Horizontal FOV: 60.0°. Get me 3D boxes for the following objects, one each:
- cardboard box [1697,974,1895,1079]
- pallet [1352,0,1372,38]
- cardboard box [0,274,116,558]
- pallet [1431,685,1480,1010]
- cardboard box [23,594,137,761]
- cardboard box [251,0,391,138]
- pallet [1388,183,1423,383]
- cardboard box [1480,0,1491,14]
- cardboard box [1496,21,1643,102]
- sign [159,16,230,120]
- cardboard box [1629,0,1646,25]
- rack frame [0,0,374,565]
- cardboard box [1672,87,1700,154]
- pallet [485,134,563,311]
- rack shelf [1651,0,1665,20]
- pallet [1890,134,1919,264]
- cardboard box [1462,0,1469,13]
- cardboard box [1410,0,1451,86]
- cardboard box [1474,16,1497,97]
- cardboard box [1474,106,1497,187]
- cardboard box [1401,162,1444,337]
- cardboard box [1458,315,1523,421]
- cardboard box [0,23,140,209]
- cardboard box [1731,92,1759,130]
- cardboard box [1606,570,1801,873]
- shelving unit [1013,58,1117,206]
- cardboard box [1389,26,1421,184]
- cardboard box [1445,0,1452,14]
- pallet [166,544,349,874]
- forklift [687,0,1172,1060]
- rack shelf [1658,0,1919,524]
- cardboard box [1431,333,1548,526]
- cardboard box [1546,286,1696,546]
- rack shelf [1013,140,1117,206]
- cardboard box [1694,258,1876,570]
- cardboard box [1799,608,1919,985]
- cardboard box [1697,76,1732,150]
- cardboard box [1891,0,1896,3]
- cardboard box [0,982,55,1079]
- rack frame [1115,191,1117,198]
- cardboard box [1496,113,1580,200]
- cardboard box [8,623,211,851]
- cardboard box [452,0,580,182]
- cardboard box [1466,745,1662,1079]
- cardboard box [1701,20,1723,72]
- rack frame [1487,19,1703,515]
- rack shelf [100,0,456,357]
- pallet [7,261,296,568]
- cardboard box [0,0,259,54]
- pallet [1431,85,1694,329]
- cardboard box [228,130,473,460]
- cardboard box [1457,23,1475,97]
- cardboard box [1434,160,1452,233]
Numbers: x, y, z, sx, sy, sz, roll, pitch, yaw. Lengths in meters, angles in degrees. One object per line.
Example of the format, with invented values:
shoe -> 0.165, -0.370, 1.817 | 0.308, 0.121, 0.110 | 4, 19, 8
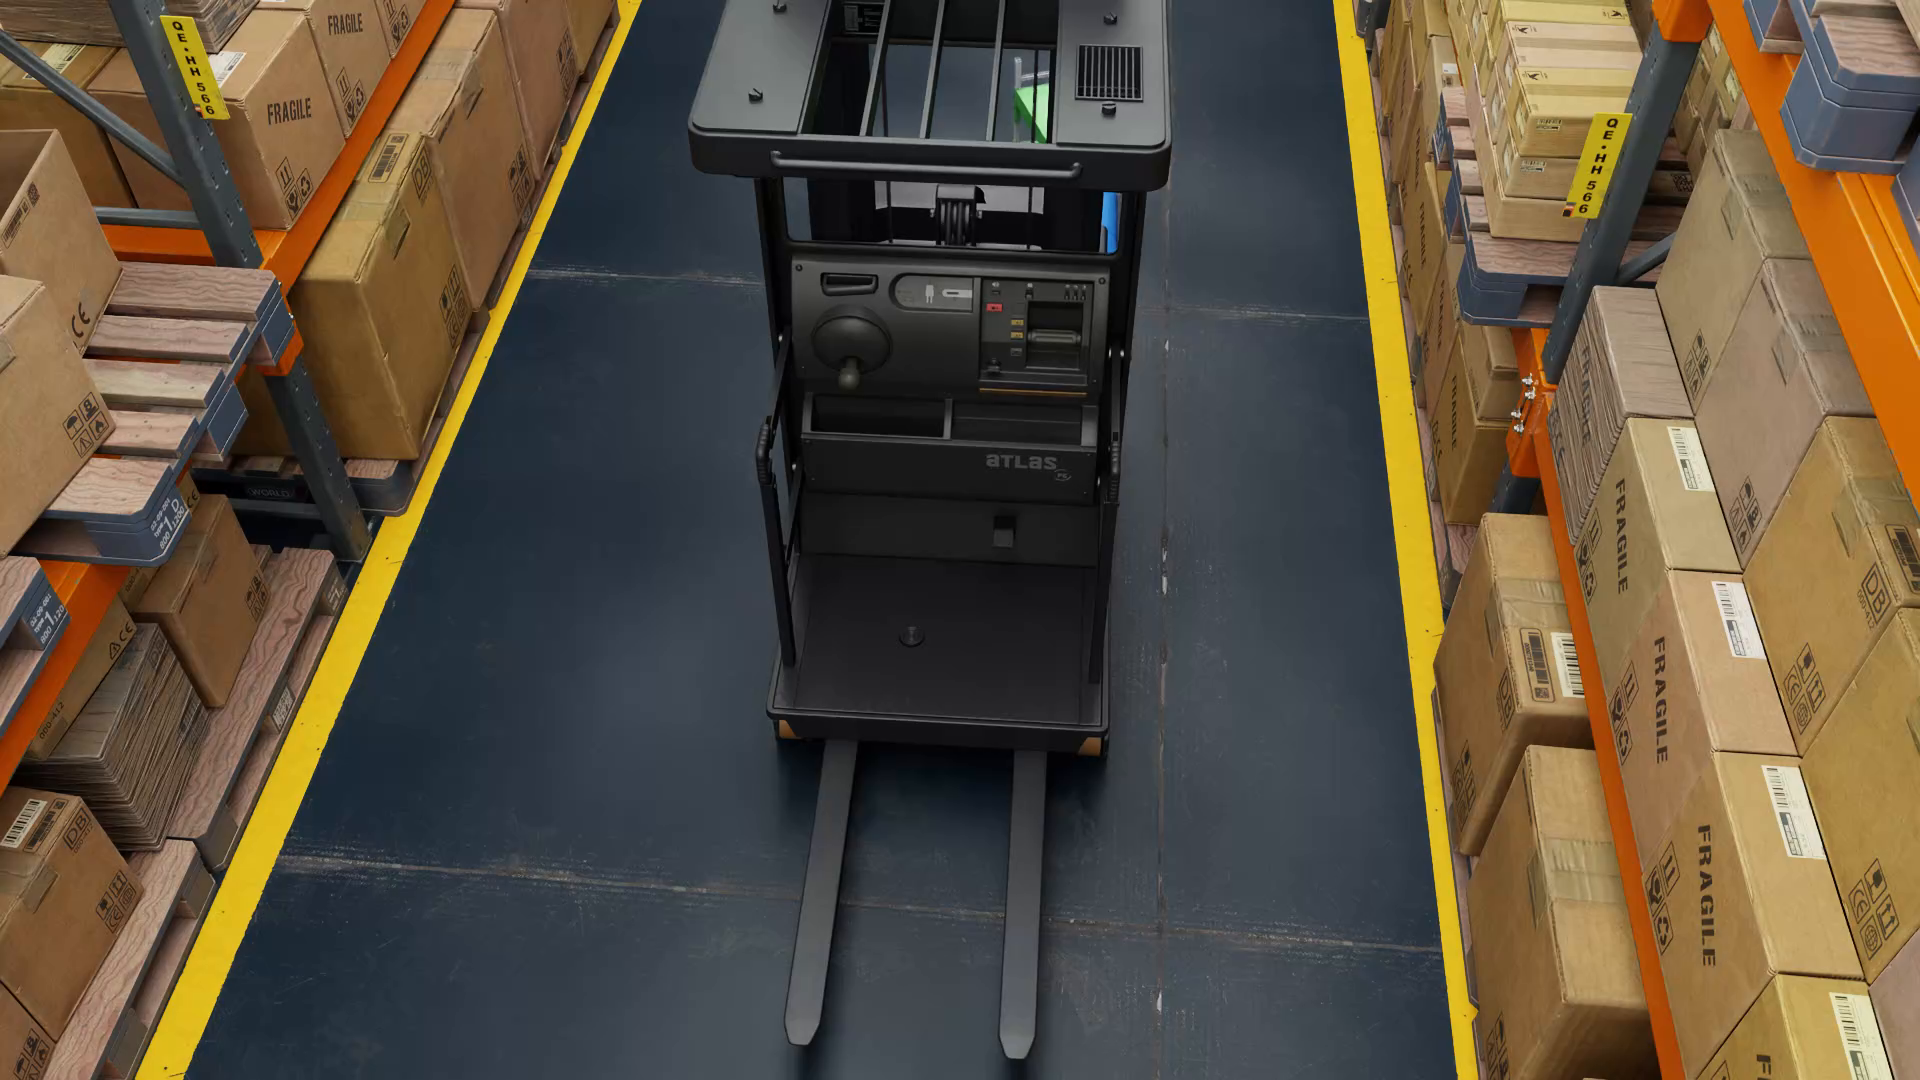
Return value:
cardboard box -> 1.732, 1.171, 3.079 | 0.500, 0.500, 0.500 | 4, 48, 4
pallet -> 2.614, -3.085, 8.929 | 1.003, 0.211, 1.213 | 4, 48, 4
cardboard box -> -2.668, -0.358, 4.192 | 0.700, 0.500, 0.500 | 10, 48, 9
pallet -> 2.076, 0.925, 5.261 | 1.003, 0.211, 1.213 | 4, 48, 4
cardboard box -> -2.776, 0.328, 4.805 | 0.500, 0.250, 0.500 | 9, 48, 8
cardboard box -> -2.347, -1.750, 5.750 | 0.500, 0.500, 0.500 | 3, 48, 2
pallet -> 2.410, -1.118, 7.129 | 1.003, 0.211, 1.213 | 4, 48, 4
cardboard box -> 1.881, -1.813, 5.358 | 0.380, 0.149, 0.250 | 5, 48, 5
cardboard box -> 1.836, -1.424, 5.002 | 0.380, 0.149, 0.250 | 3, 48, 3
sign -> -2.166, -1.333, 4.706 | 0.100, 0.325, 0.005 | 4, 48, 4
cardboard box -> 2.584, -1.937, 5.875 | 0.380, 0.149, 0.250 | 4, 48, 4
rack frame -> -2.707, -0.999, 5.131 | 1.000, 3.000, 0.127 | 4, 48, 4
cardboard box -> 2.514, -1.358, 5.345 | 0.380, 0.149, 0.250 | 6, 48, 5
pallet -> -2.446, -1.526, 7.503 | 1.003, 0.211, 1.213 | 4, 48, 4
rack shelf -> 2.405, -2.830, 5.260 | 1.077, 0.370, 4.000 | 4, 48, 4
pallet -> 2.118, -0.241, 2.533 | 1.003, 0.211, 1.213 | 6, 48, 5
cardboard box -> 1.907, -1.898, 5.637 | 0.380, 0.149, 0.250 | 4, 48, 3
cardboard box -> 2.211, -2.165, 7.098 | 0.500, 0.250, 0.500 | 5, 48, 5
cardboard box -> 1.859, -1.532, 5.302 | 0.380, 0.149, 0.250 | 5, 48, 4
cardboard box -> 1.835, -1.224, 5.222 | 0.380, 0.149, 0.250 | 4, 48, 3
cardboard box -> 2.106, -1.161, 6.689 | 0.500, 0.500, 0.500 | 2, 48, 2
cardboard box -> 2.024, -0.662, 5.724 | 0.500, 0.250, 0.500 | 3, 48, 3
cardboard box -> -2.909, -1.412, 5.441 | 0.500, 0.500, 0.500 | 5, 48, 5
cardboard box -> 2.459, -1.178, 4.777 | 0.380, 0.149, 0.250 | 4, 48, 4
cardboard box -> 1.823, 0.431, 3.755 | 0.500, 0.500, 0.500 | 4, 48, 3
shelving unit -> 0.400, -1.261, 6.591 | 0.258, 1.200, 0.503 | -13, 49, -12
cardboard box -> 2.210, -1.914, 7.377 | 0.500, 0.500, 0.500 | 6, 48, 5
cardboard box -> 1.932, -1.983, 5.917 | 0.380, 0.149, 0.250 | 5, 48, 5
pallet -> -2.780, 0.517, 5.635 | 1.003, 0.211, 1.213 | 4, 48, 4
forklift -> -0.043, -0.525, 4.744 | 1.130, 2.935, 3.031 | 3, 48, 3
rack shelf -> 2.041, 0.109, 2.572 | 1.077, 0.370, 4.000 | 4, 48, 4
cardboard box -> 2.023, -0.390, 5.983 | 0.500, 0.500, 0.500 | 4, 48, 3
cardboard box -> 1.913, -0.313, 4.436 | 0.500, 0.500, 0.500 | 4, 48, 4
rack shelf -> 0.400, -1.380, 6.461 | 0.258, 0.148, 0.480 | -13, 49, -12
cardboard box -> 2.128, -0.261, 3.711 | 0.700, 0.500, 0.500 | 3, 48, 3
cardboard box -> 2.037, 0.492, 3.022 | 0.700, 0.500, 0.500 | 3, 48, 3
cardboard box -> 2.490, -1.289, 5.081 | 0.380, 0.149, 0.250 | 6, 48, 5
cardboard box -> 1.938, -1.232, 3.019 | 0.500, 0.311, 0.500 | 4, 48, 4
cardboard box -> -2.881, 1.426, 4.309 | 0.700, 0.500, 0.500 | 0, 48, 0
rack frame -> 0.473, -1.090, 6.434 | 0.240, 1.200, 0.015 | -13, 49, -12
cardboard box -> 1.815, -1.142, 4.946 | 0.380, 0.149, 0.250 | 5, 48, 4
cardboard box -> -2.786, 0.599, 5.066 | 0.700, 0.500, 0.500 | 0, 48, 0
cardboard box -> -2.461, -2.234, 7.416 | 1.225, 0.875, 0.875 | 2, 48, 2
cardboard box -> 2.002, 1.111, 4.441 | 1.050, 0.750, 0.750 | 5, 48, 4
cardboard box -> 2.507, -1.553, 5.120 | 0.380, 0.149, 0.250 | 4, 48, 3
rack frame -> 2.223, -0.591, 4.758 | 1.000, 3.000, 0.127 | 4, 48, 4
rack shelf -> -2.525, -2.226, 6.740 | 1.077, 0.370, 4.000 | 4, 48, 4
pallet -> -2.666, -0.403, 4.716 | 1.213, 0.211, 1.003 | 4, 48, 4
cardboard box -> -2.624, -1.907, 5.214 | 0.797, 0.503, 0.637 | 5, 48, 5
pallet -> 2.182, -1.057, 5.314 | 1.213, 0.211, 1.003 | 4, 48, 4
cardboard box -> -2.623, -0.929, 6.222 | 1.225, 0.875, 0.875 | 2, 48, 2
cardboard box -> 1.884, -1.596, 5.562 | 0.380, 0.149, 0.250 | 3, 48, 3
cardboard box -> 2.122, -1.407, 6.405 | 0.500, 0.250, 0.500 | 5, 48, 4
